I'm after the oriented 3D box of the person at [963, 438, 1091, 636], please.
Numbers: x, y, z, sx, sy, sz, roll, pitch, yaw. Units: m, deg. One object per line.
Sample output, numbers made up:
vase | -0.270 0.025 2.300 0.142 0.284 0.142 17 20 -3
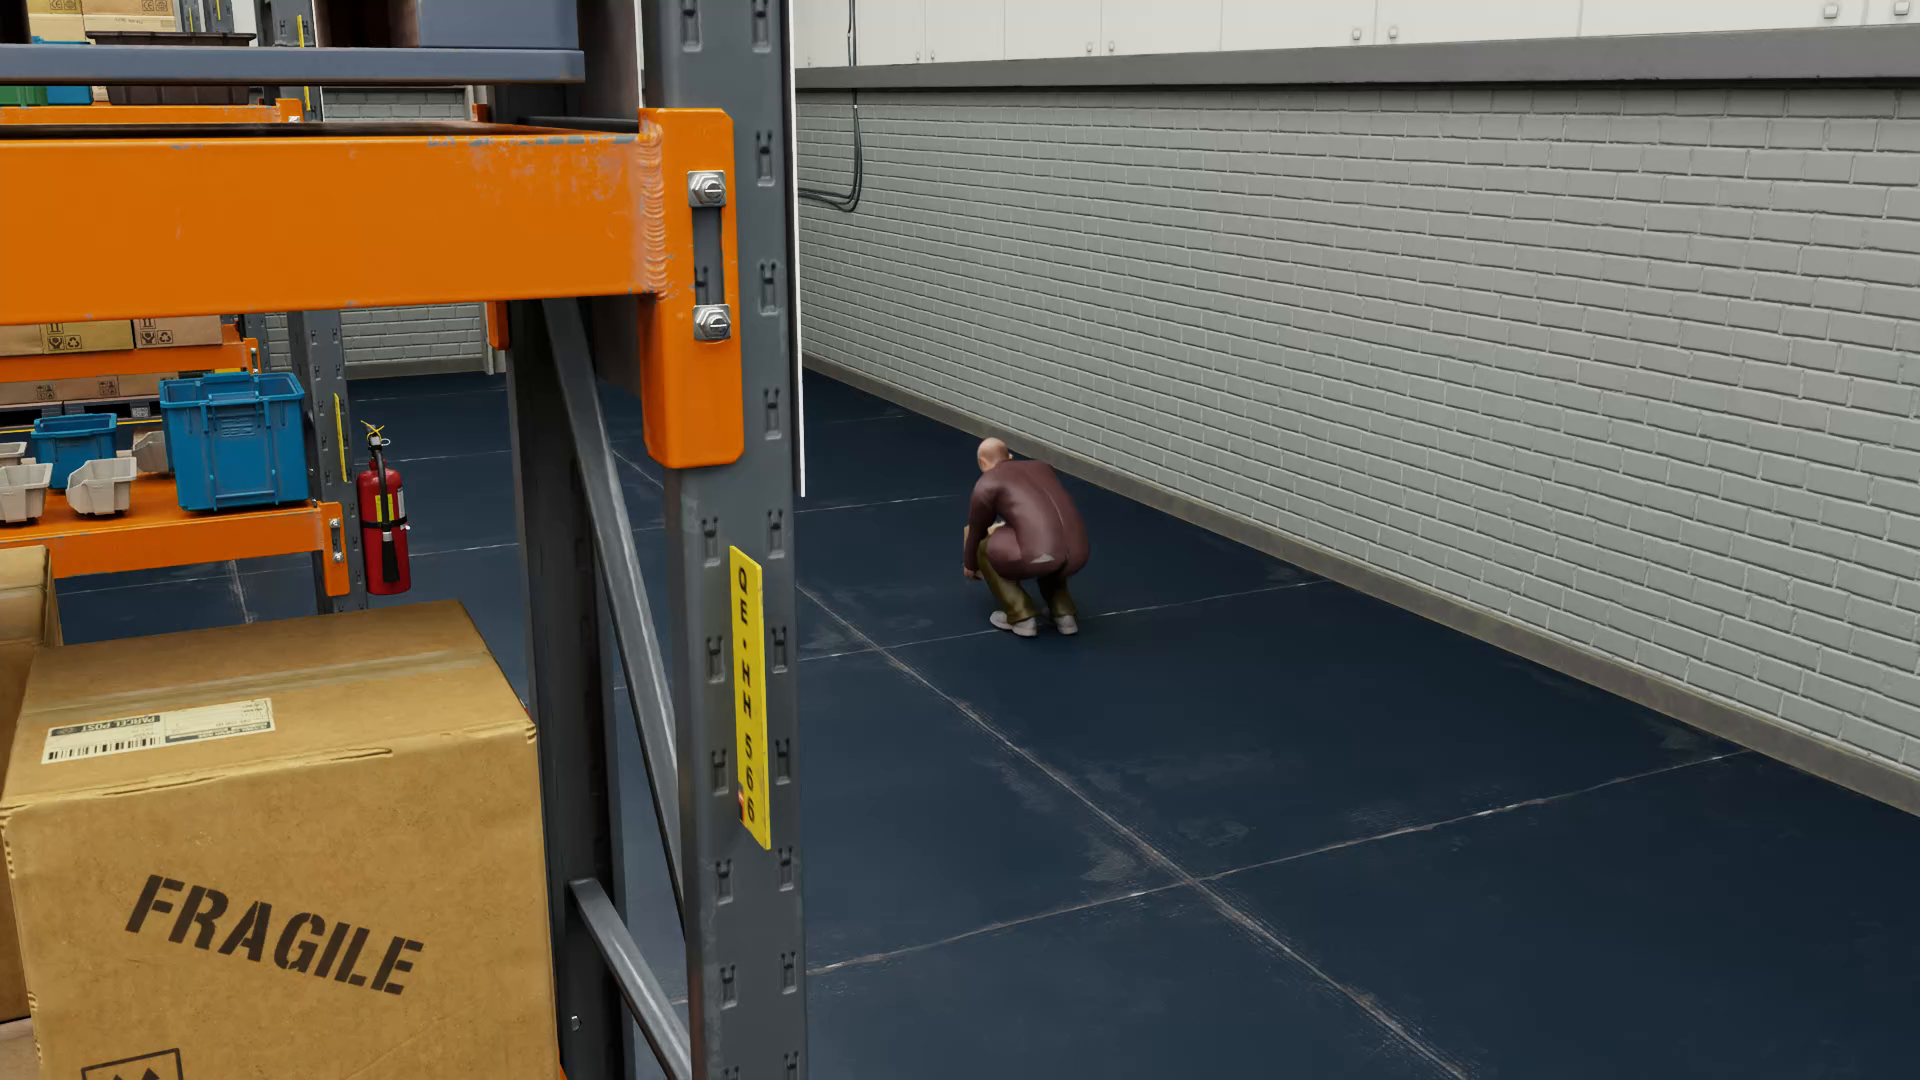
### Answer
person | 0.352 -0.024 9.144 0.578 1.004 0.928 -8 17 -26
